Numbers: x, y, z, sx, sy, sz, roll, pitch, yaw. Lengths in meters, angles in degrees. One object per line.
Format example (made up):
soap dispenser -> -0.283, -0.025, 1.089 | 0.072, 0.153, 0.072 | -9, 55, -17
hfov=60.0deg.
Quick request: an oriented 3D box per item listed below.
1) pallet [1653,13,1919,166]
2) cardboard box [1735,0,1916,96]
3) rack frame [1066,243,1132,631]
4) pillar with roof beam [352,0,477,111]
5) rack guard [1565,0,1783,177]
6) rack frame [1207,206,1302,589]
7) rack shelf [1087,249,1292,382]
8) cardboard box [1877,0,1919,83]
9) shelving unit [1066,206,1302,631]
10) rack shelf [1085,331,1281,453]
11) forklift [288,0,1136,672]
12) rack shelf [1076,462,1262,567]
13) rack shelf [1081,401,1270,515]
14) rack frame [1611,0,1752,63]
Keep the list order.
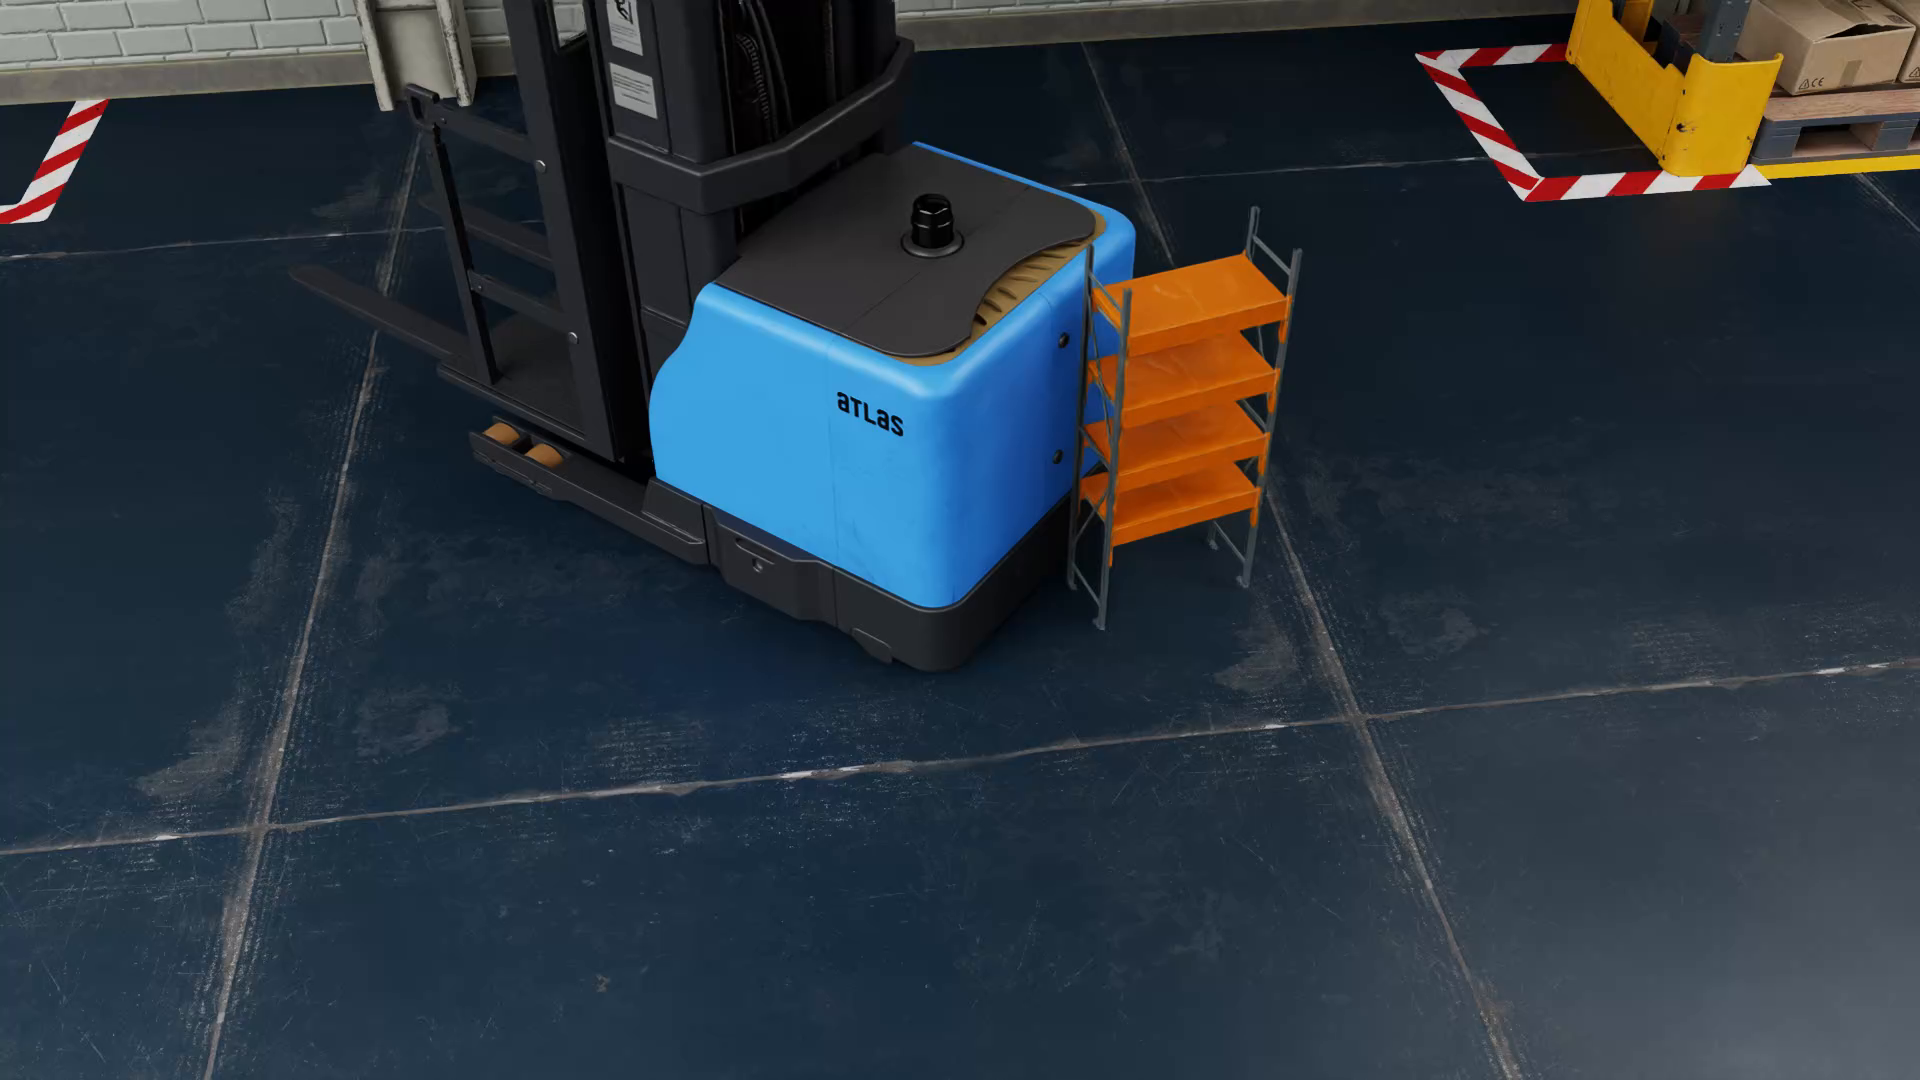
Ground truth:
pallet -> 3.866, -2.035, 7.348 | 1.213, 0.211, 1.003 | -5, 42, -6
cardboard box -> 3.678, -2.182, 7.109 | 0.500, 0.311, 0.500 | -9, 43, -10
rack frame -> 0.379, -0.249, 4.631 | 0.015, 1.200, 0.240 | -15, 44, -16
pillar with roof beam -> -1.829, -2.500, 1.303 | 0.400, 9.000, 9.100 | -5, 42, -6
rack guard -> 3.056, -2.095, 7.200 | 0.348, 0.500, 1.175 | -5, 42, -6
rack frame -> 0.831, -0.372, 4.767 | 0.015, 1.200, 0.240 | -15, 44, -16
rack shelf -> 0.605, -0.603, 4.436 | 0.480, 0.148, 0.258 | -15, 44, -16
cardboard box -> 4.244, -2.231, 7.163 | 0.500, 0.311, 0.500 | -2, 42, -2
shelving unit -> 0.605, -0.311, 4.699 | 0.503, 1.200, 0.258 | -15, 44, -16
rack shelf -> 0.605, -0.427, 4.594 | 0.480, 0.148, 0.258 | -15, 44, -16
forklift -> -0.992, -1.498, 4.722 | 3.031, 2.935, 1.130 | 25, 48, 25
rack shelf -> 0.605, -0.113, 4.877 | 0.480, 0.148, 0.258 | -15, 44, -16
rack shelf -> 0.605, -0.261, 4.744 | 0.480, 0.148, 0.258 | -15, 44, -16
rack frame -> 2.981, -3.017, 6.355 | 0.127, 3.000, 1.000 | -5, 42, -6
